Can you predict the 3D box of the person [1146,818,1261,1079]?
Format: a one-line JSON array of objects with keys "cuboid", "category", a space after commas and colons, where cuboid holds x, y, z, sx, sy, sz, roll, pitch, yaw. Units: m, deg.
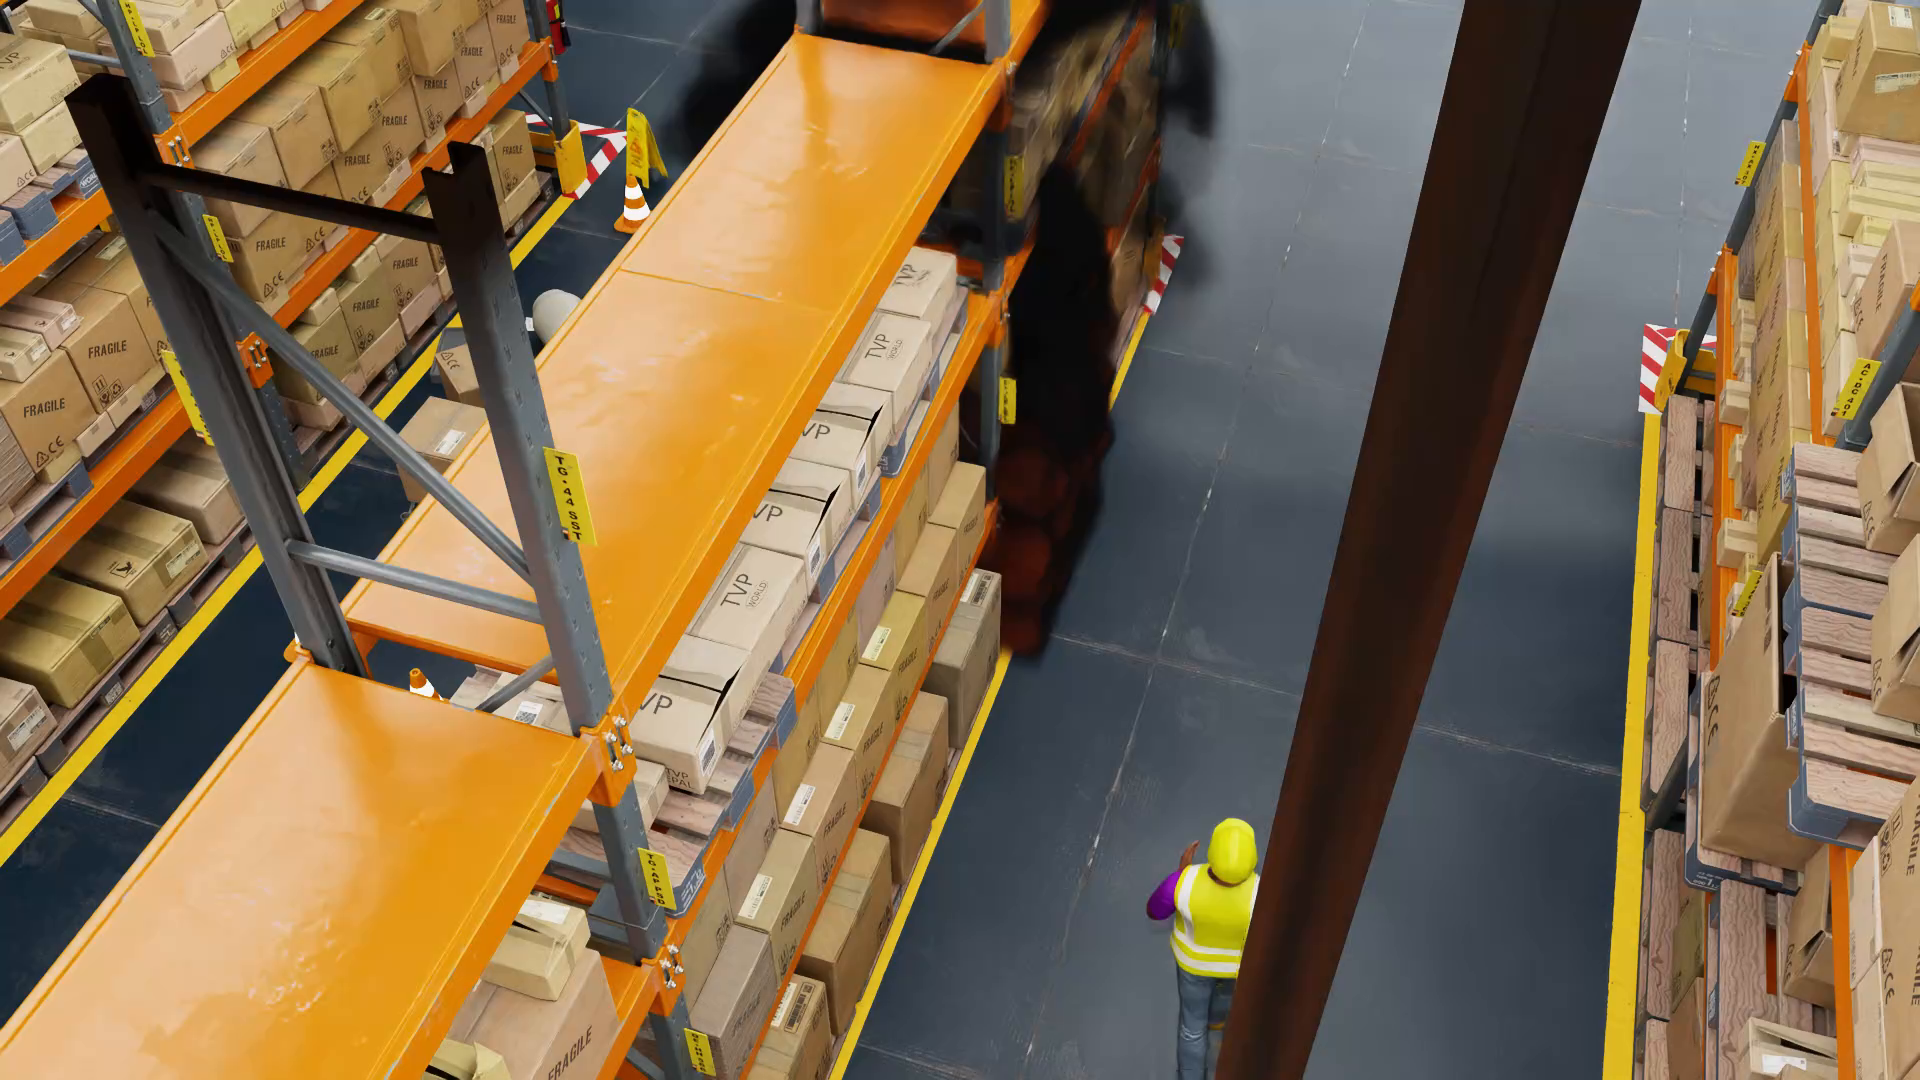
[{"cuboid": [1.169, 1.908, 7.661, 0.674, 1.879, 0.754, 3, 46, 3], "category": "person"}]
